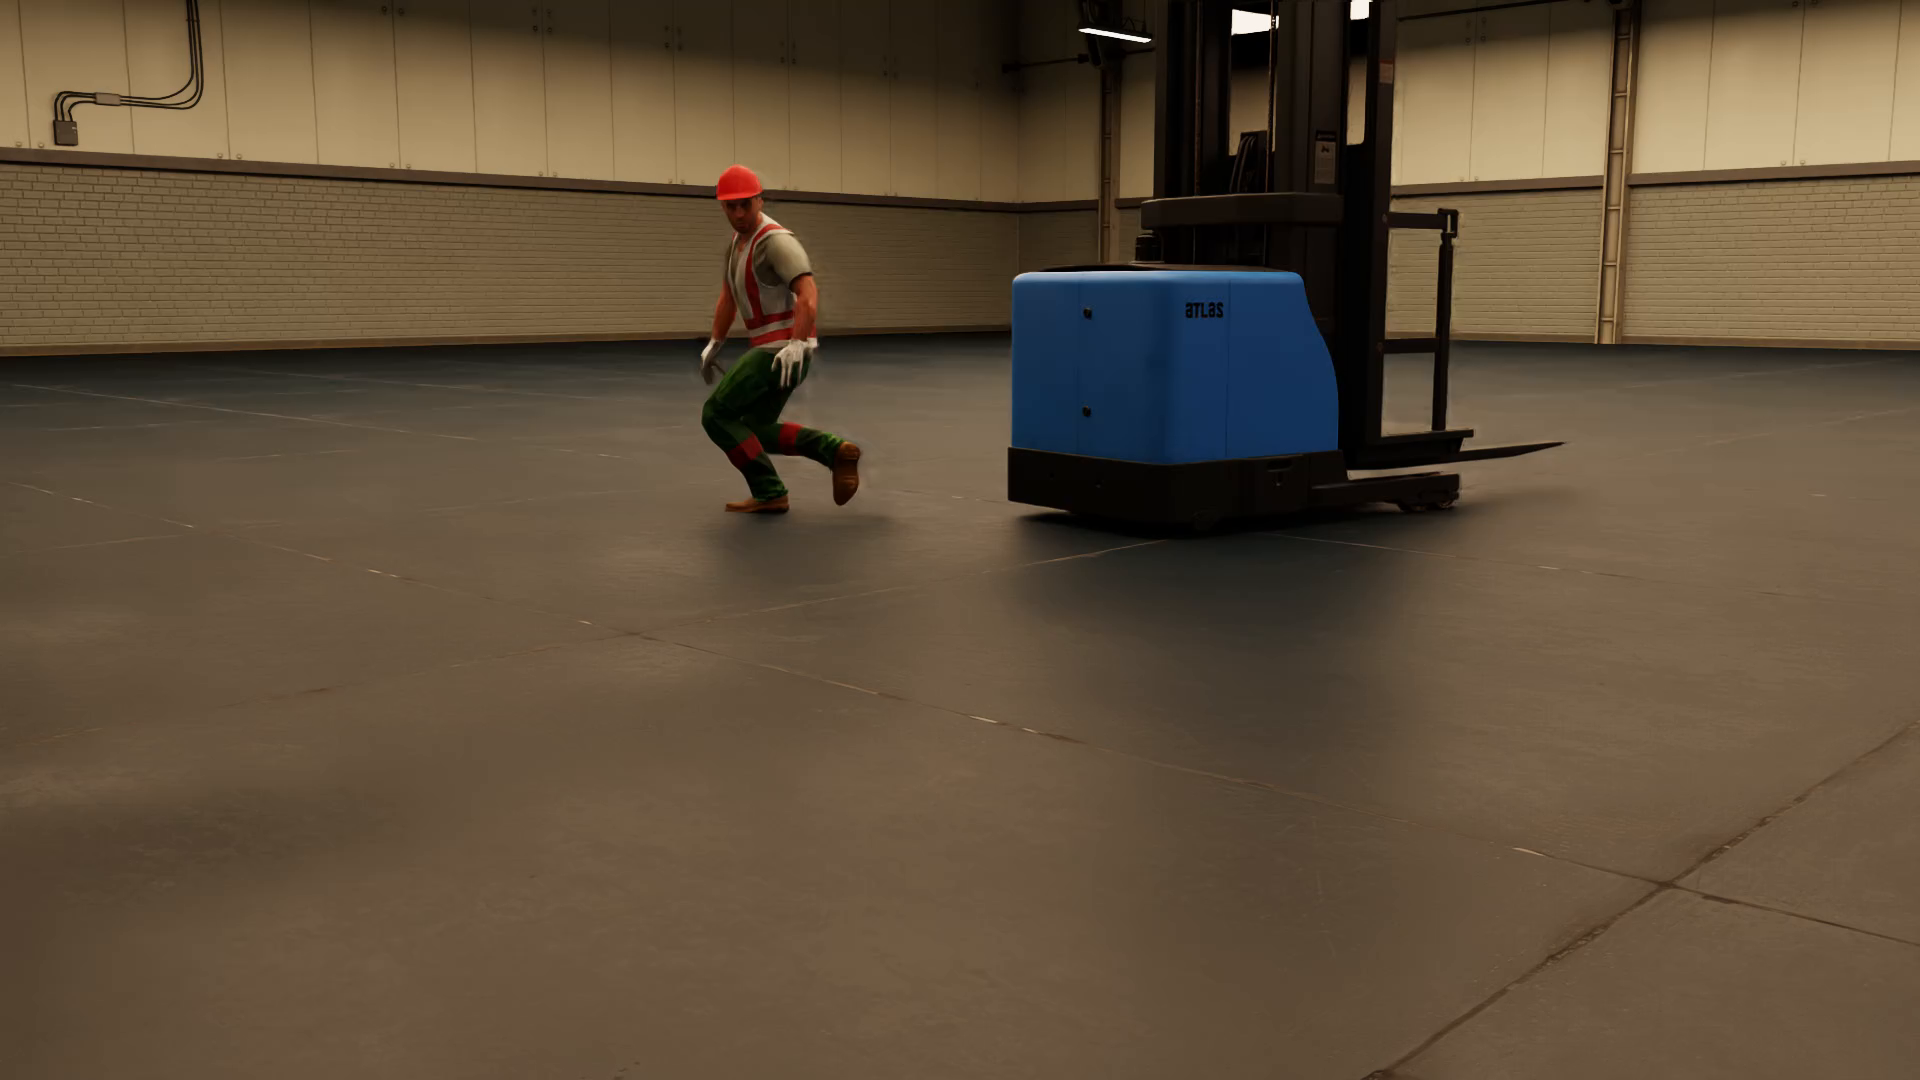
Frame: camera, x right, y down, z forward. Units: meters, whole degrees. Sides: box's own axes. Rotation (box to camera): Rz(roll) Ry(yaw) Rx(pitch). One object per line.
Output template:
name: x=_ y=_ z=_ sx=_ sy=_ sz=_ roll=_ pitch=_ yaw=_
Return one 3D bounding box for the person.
person: x=-0.812 y=-0.887 z=7.477 sx=0.725 sy=1.559 sz=0.710 roll=-1 pitch=9 yaw=-7

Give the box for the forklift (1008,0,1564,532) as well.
forklift: x=1.696 y=-1.634 z=7.724 sx=3.031 sy=2.935 sz=1.130 roll=-6 pitch=11 yaw=-36
